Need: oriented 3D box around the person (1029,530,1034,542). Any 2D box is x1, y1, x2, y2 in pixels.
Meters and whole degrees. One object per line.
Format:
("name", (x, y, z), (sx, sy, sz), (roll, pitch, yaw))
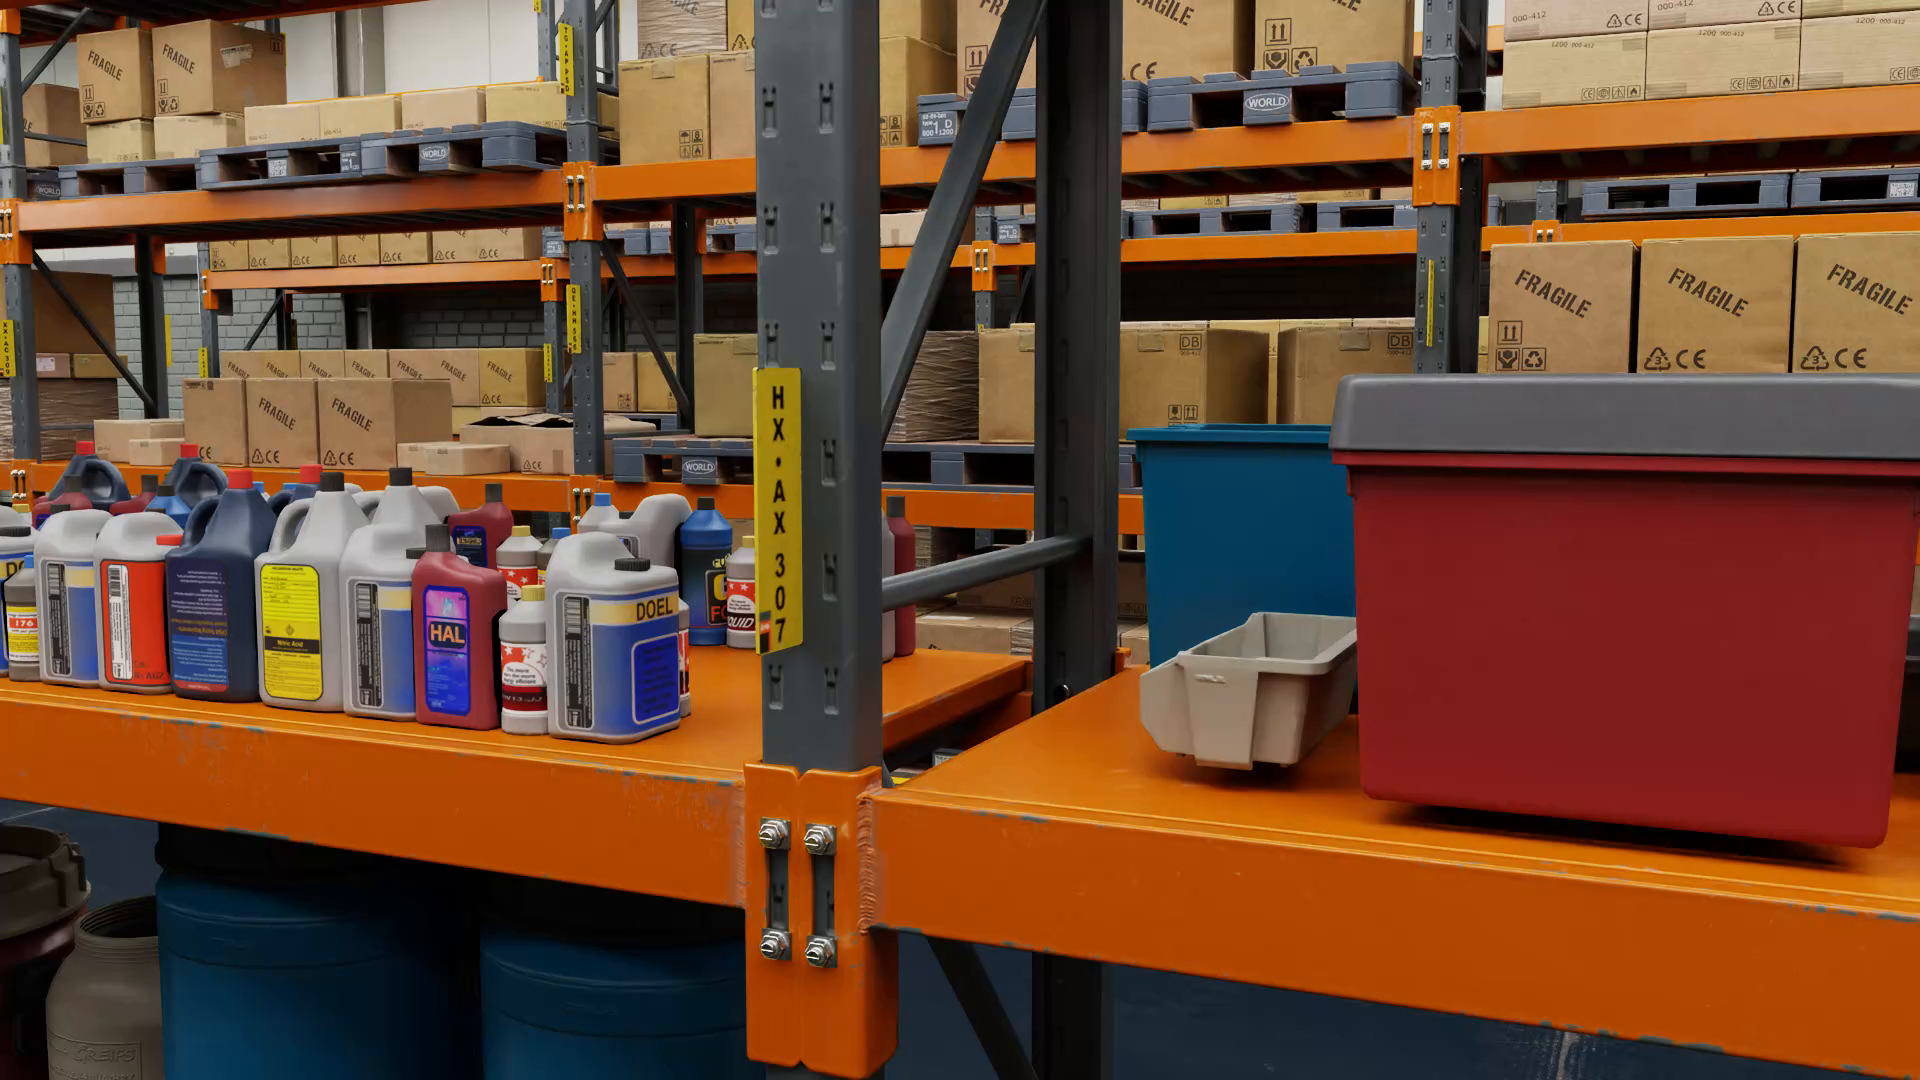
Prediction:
("person", (0.688, 0.171, 10.955), (0.583, 1.144, 0.858), (2, 6, 23))
